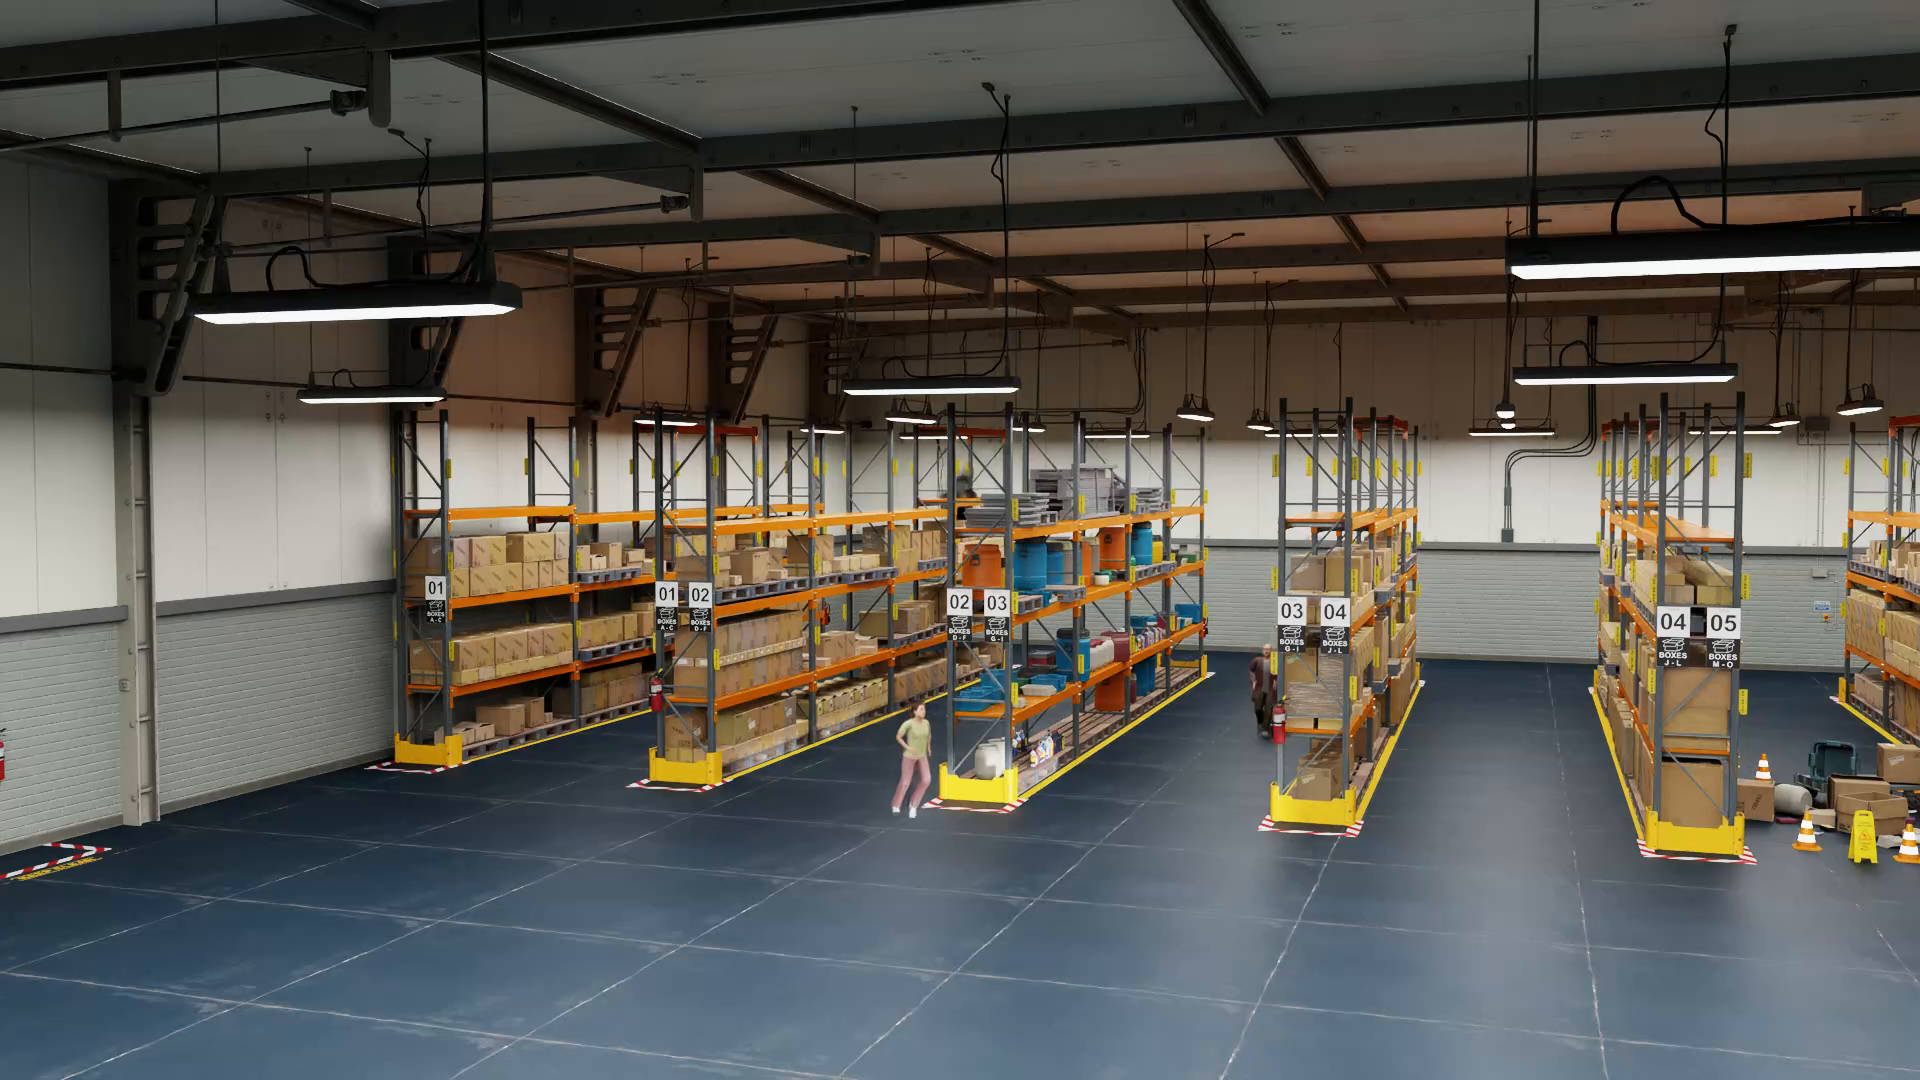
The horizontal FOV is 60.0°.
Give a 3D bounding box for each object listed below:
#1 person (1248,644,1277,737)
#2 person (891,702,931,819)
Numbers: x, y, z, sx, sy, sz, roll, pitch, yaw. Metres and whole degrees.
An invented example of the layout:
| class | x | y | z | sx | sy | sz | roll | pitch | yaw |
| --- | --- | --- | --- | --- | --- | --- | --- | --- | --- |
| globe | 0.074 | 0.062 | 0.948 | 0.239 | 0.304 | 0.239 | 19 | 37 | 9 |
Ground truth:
| class | x | y | z | sx | sy | sz | roll | pitch | yaw |
| --- | --- | --- | --- | --- | --- | --- | --- | --- | --- |
| person | 5.674 | 2.801 | 30.891 | 0.684 | 1.735 | 0.618 | 1 | 3 | 14 |
| person | -0.629 | 3.155 | 24.003 | 0.636 | 1.655 | 0.660 | -1 | 3 | -28 |
